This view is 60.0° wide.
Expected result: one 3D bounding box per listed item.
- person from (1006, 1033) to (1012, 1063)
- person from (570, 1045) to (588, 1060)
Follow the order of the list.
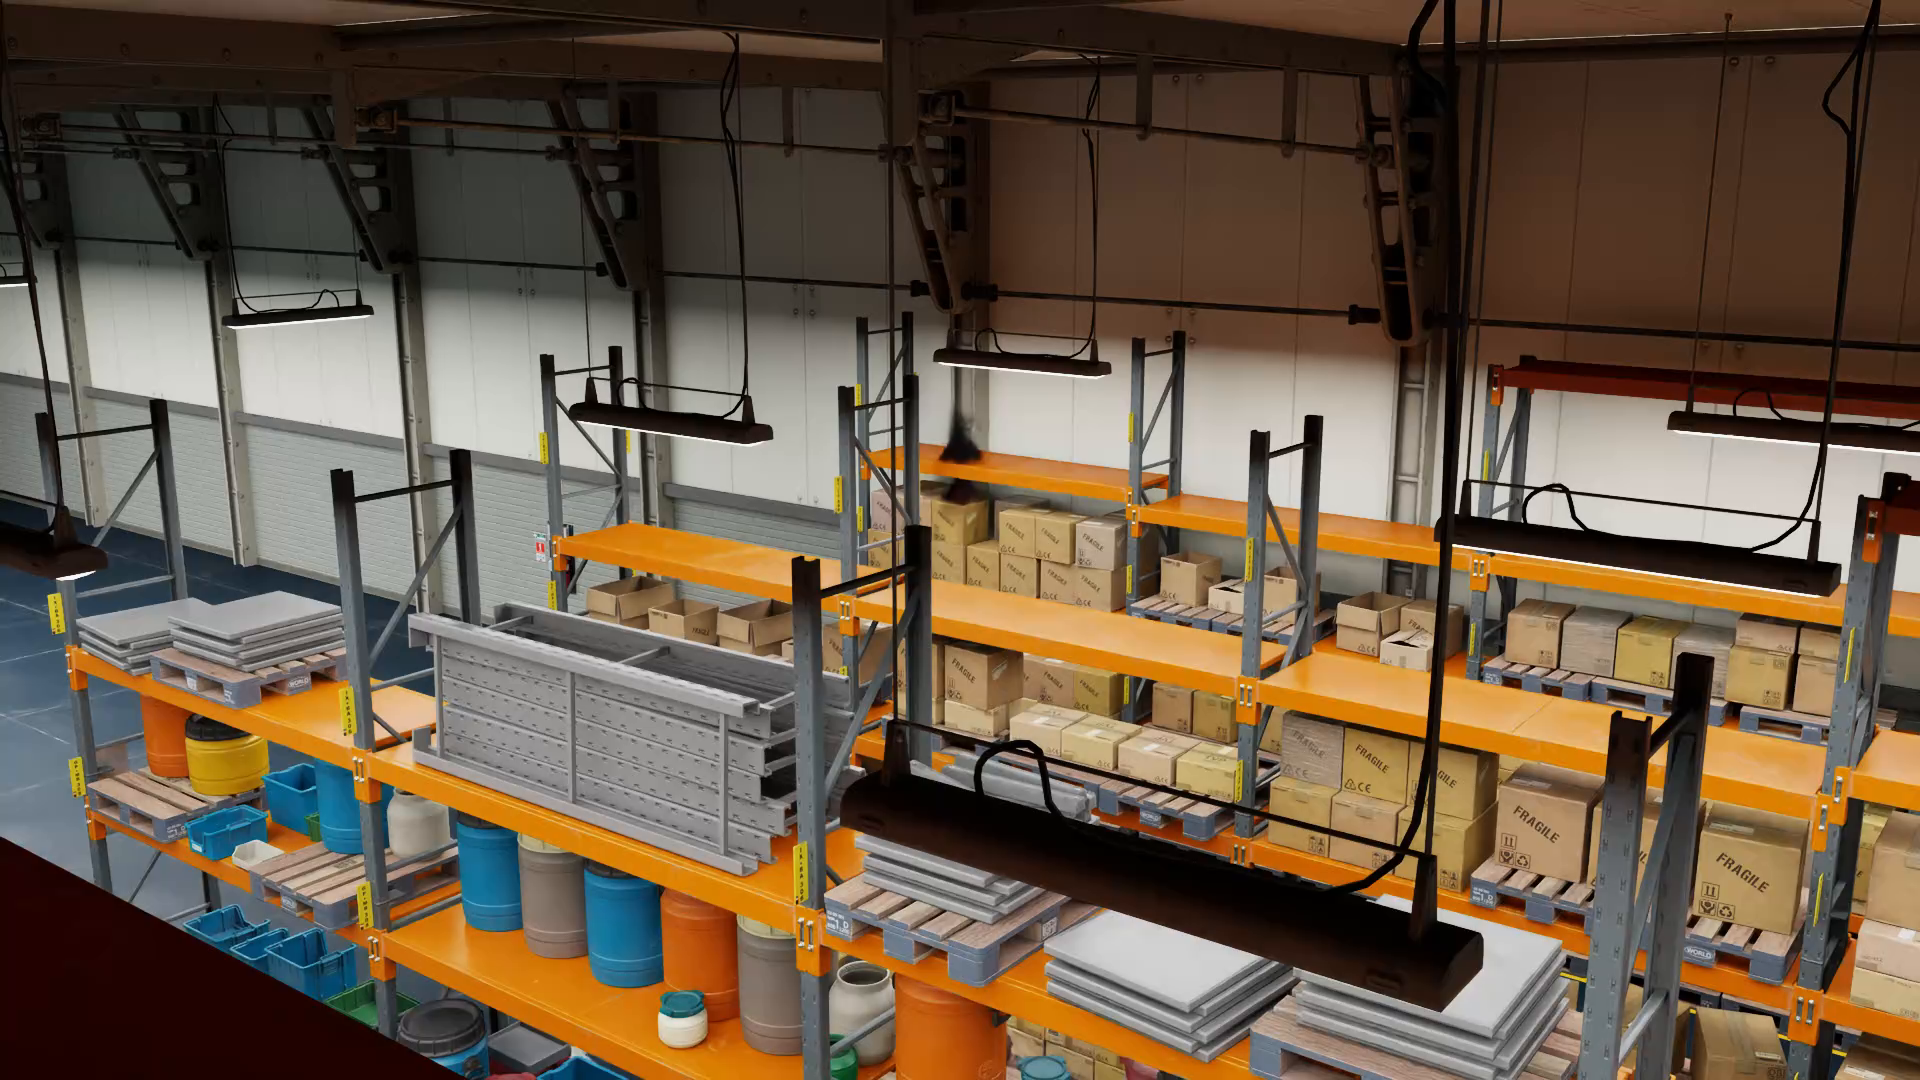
[{"bbox_3d":[0.201,4.371,12.496,0.930,1.847,0.680,10,16,36],"label":"person"},{"bbox_3d":[-3.424,4.029,14.076,0.722,1.759,0.858,-12,18,-42],"label":"person"}]
